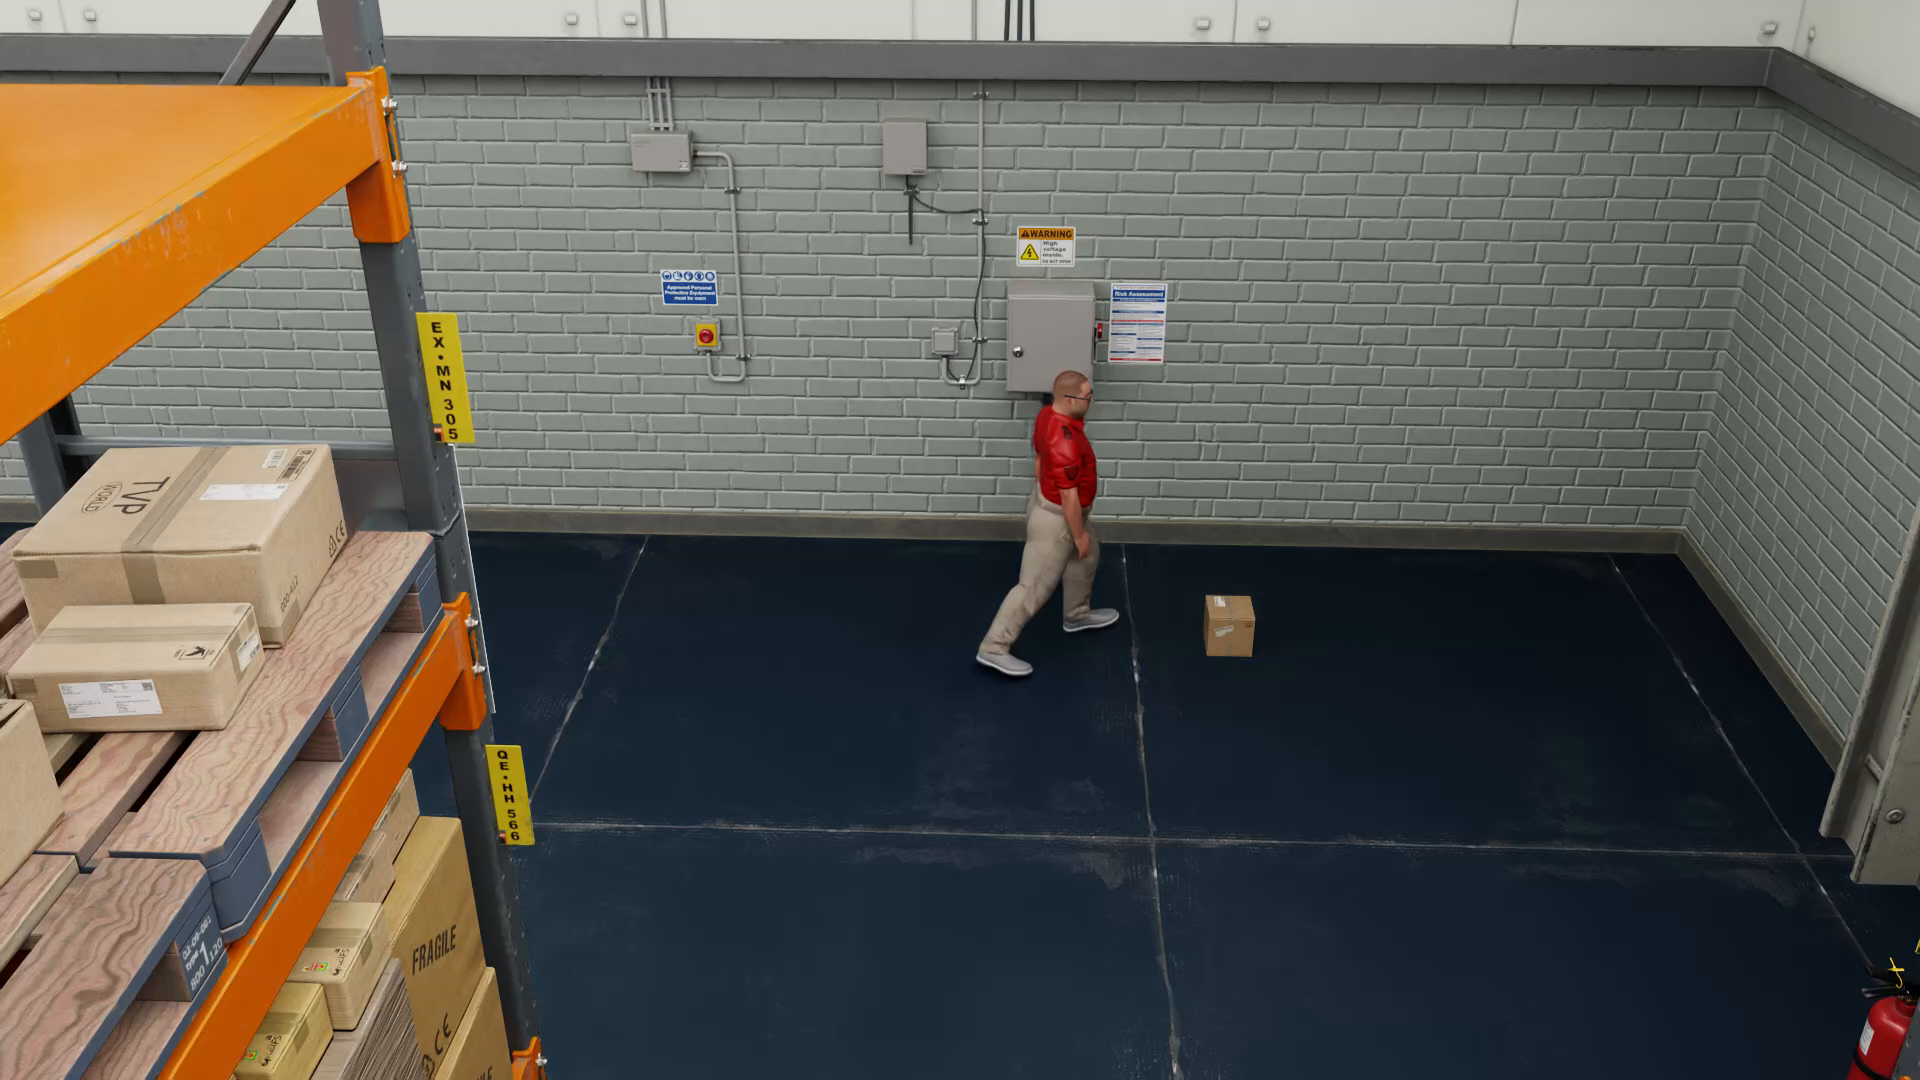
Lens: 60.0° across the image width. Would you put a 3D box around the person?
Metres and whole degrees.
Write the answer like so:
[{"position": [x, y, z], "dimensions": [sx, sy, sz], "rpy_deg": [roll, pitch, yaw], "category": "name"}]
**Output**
[{"position": [0.502, -0.122, 8.902], "dimensions": [0.847, 1.682, 0.636], "rpy_deg": [-2, 28, -3], "category": "person"}]
